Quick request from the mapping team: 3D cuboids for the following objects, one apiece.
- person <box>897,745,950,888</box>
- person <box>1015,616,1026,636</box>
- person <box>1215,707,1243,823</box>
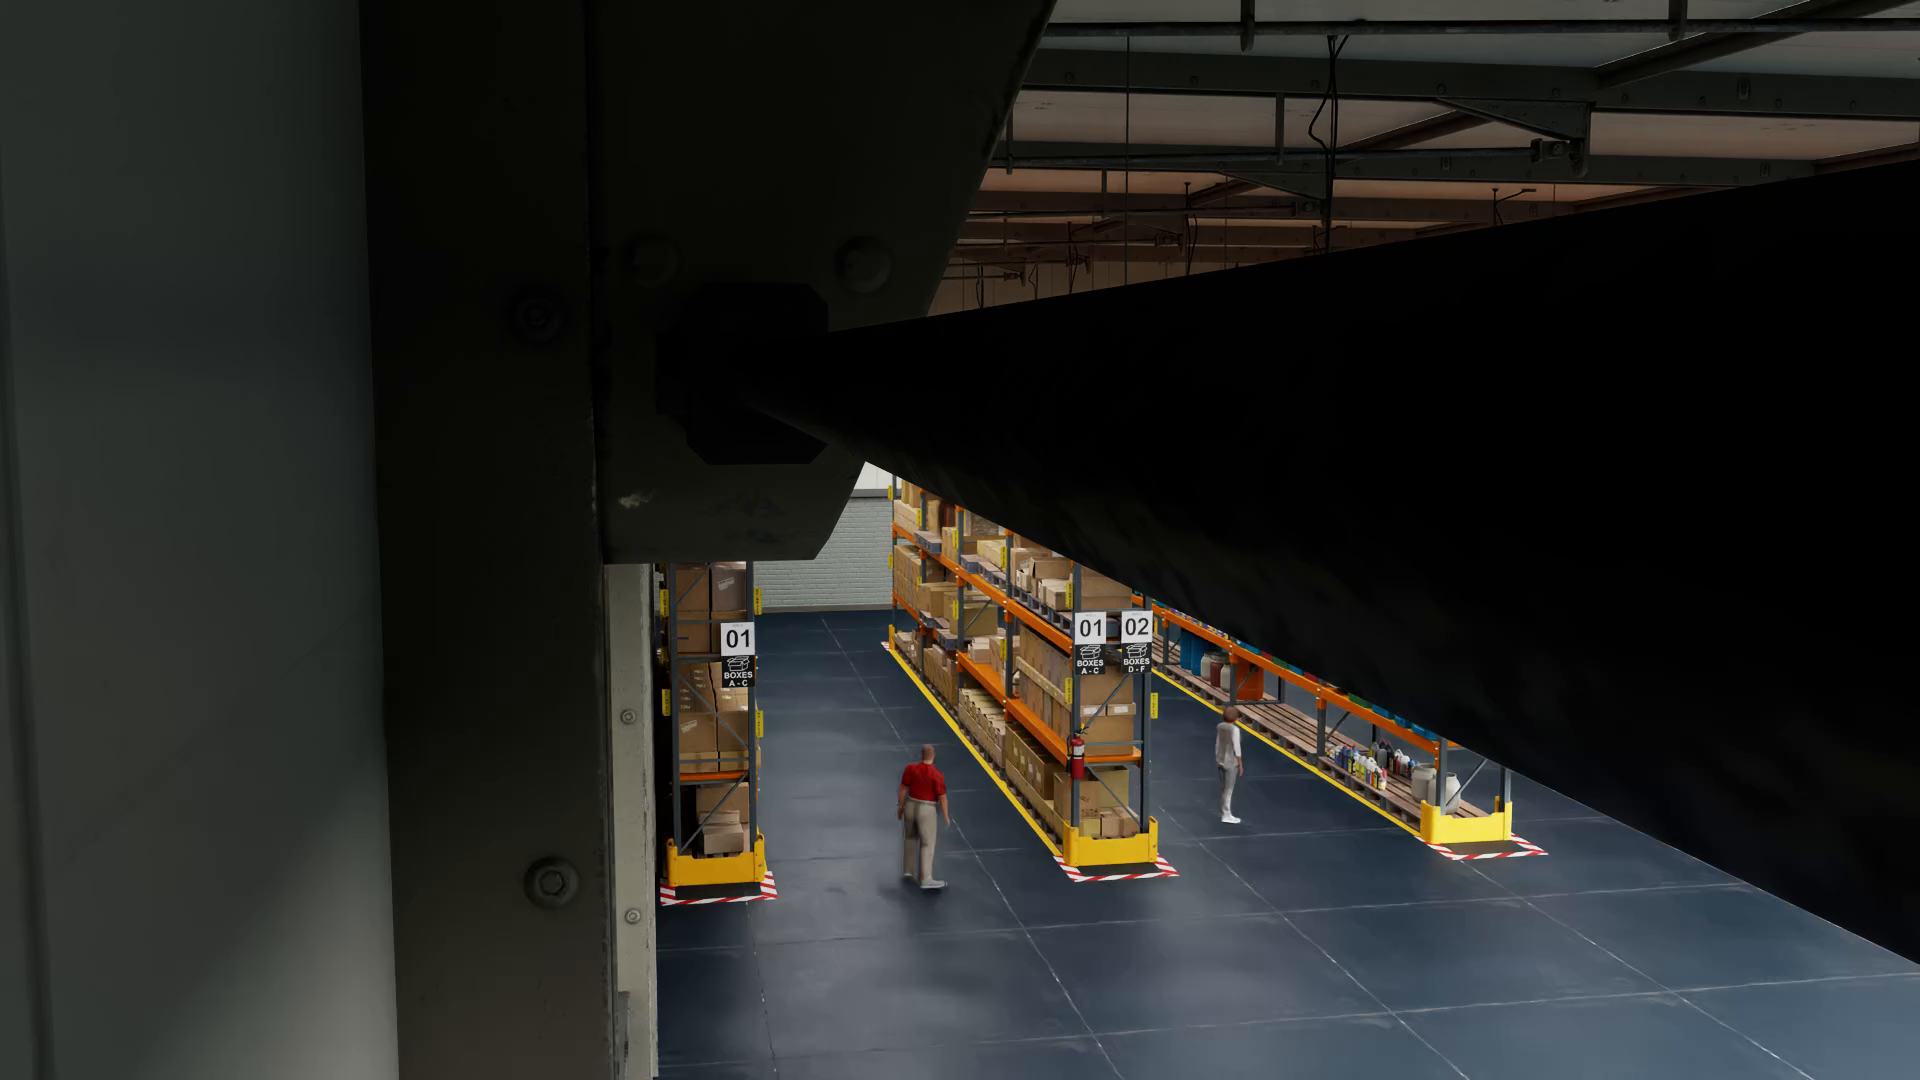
[{"bbox_3d":[-0.463,3.331,20.086,0.673,1.770,0.504,4,8,35],"label":"person"},{"bbox_3d":[1.238,1.570,36.174,0.417,1.727,0.591,4,7,31],"label":"person"},{"bbox_3d":[3.720,3.098,22.853,0.409,1.613,0.495,-4,7,-30],"label":"person"}]
